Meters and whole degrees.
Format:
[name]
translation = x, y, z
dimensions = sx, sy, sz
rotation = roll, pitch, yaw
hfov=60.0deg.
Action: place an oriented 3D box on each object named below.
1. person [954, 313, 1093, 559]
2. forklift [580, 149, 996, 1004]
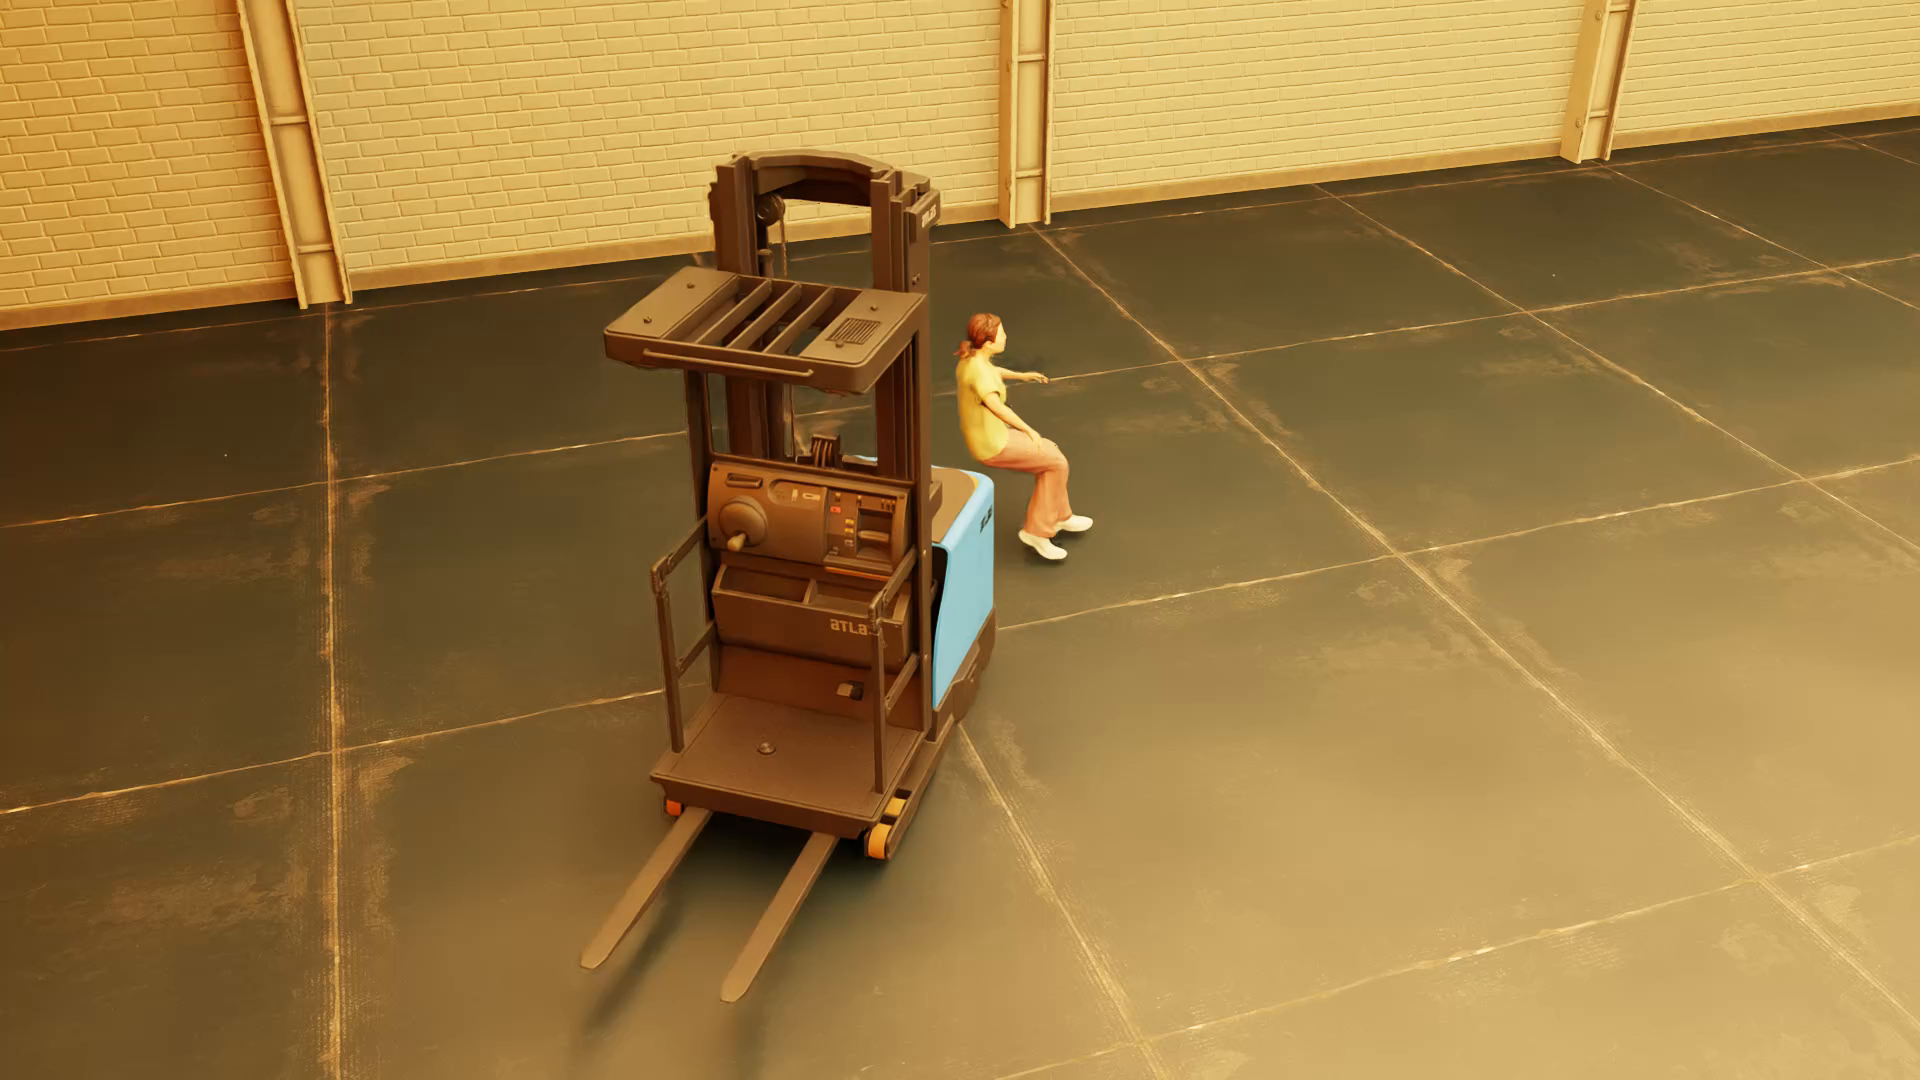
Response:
[person]
translation = 0.382, -0.646, 9.650
dimensions = 0.836, 1.436, 0.800
rotation = -9, 31, -15
[forklift]
translation = -0.741, -0.049, 7.172
dimensions = 1.130, 2.935, 3.031
rotation = 9, 31, 15
